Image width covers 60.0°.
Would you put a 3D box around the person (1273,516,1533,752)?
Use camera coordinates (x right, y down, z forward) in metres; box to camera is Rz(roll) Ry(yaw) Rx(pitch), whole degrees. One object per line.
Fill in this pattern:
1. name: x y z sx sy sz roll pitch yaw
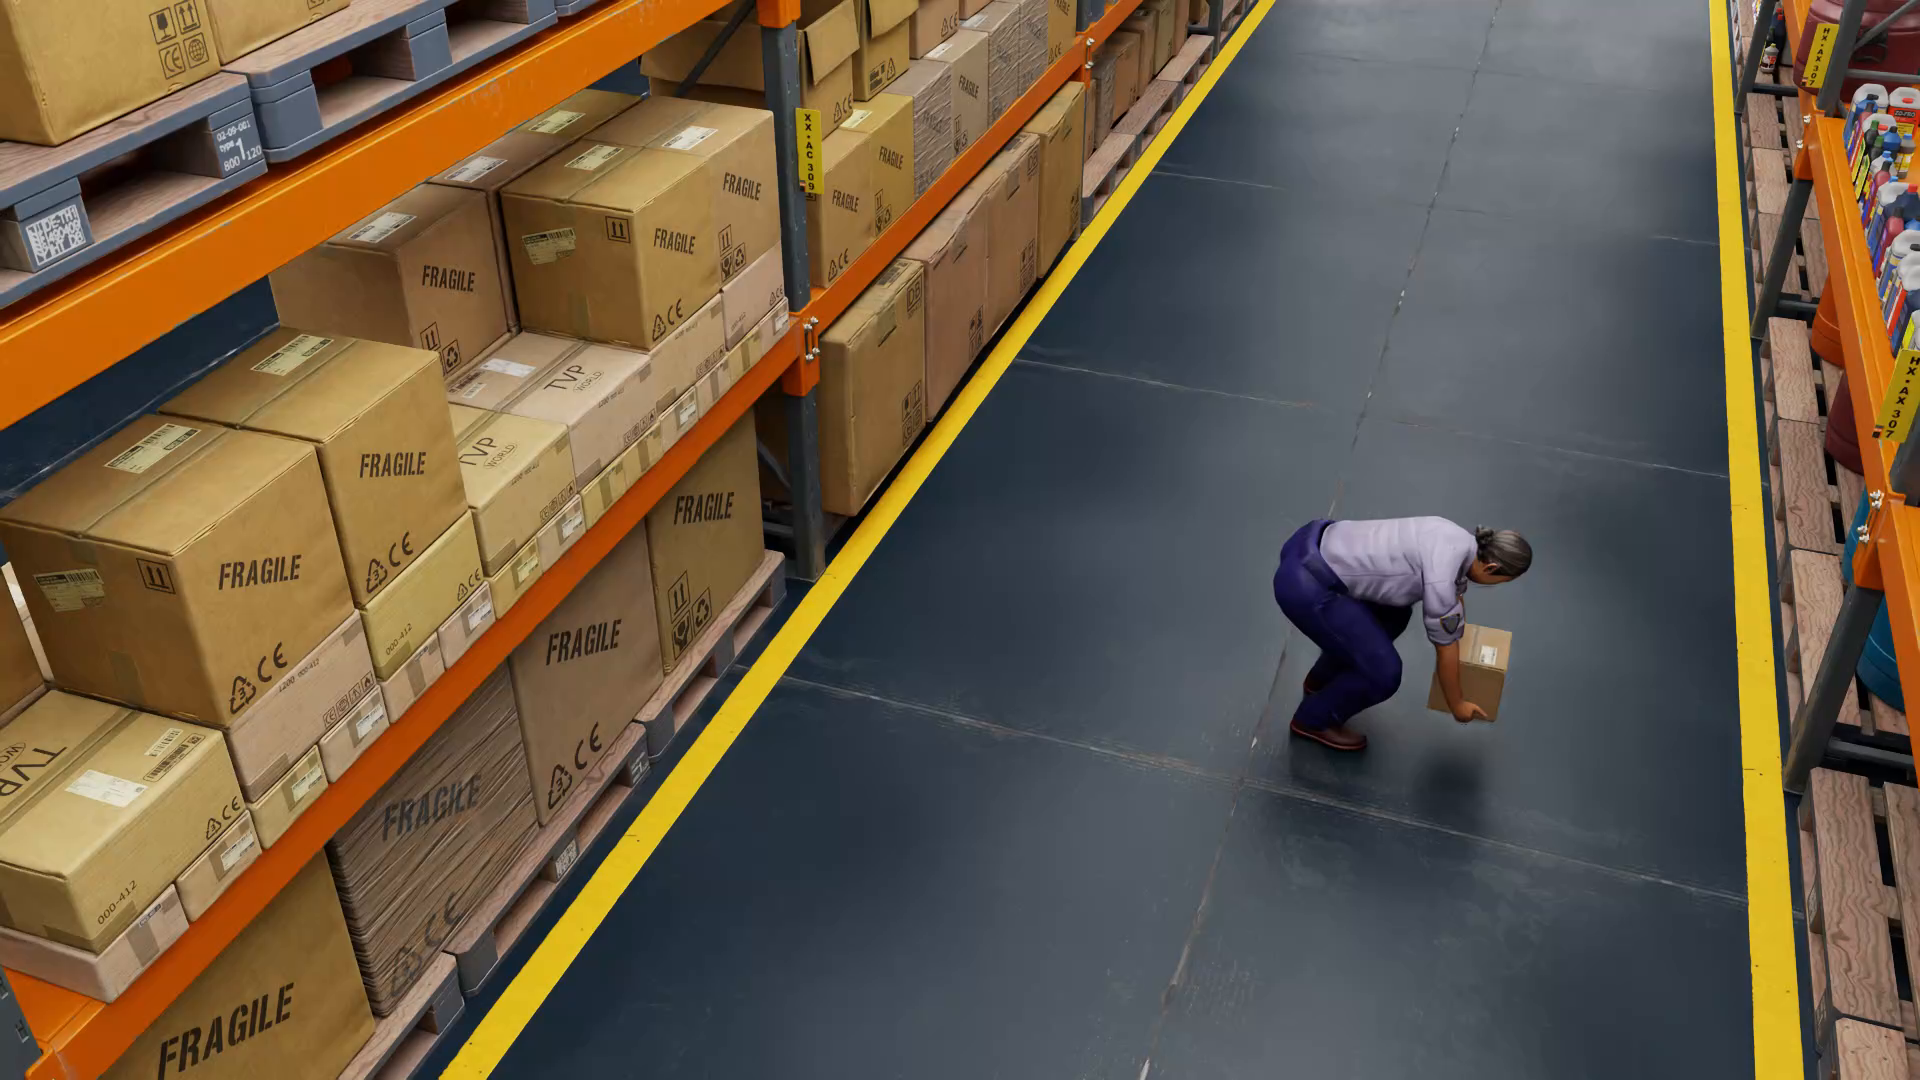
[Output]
1. person: 1.625 0.321 6.283 0.891 0.975 0.519 10 35 14
